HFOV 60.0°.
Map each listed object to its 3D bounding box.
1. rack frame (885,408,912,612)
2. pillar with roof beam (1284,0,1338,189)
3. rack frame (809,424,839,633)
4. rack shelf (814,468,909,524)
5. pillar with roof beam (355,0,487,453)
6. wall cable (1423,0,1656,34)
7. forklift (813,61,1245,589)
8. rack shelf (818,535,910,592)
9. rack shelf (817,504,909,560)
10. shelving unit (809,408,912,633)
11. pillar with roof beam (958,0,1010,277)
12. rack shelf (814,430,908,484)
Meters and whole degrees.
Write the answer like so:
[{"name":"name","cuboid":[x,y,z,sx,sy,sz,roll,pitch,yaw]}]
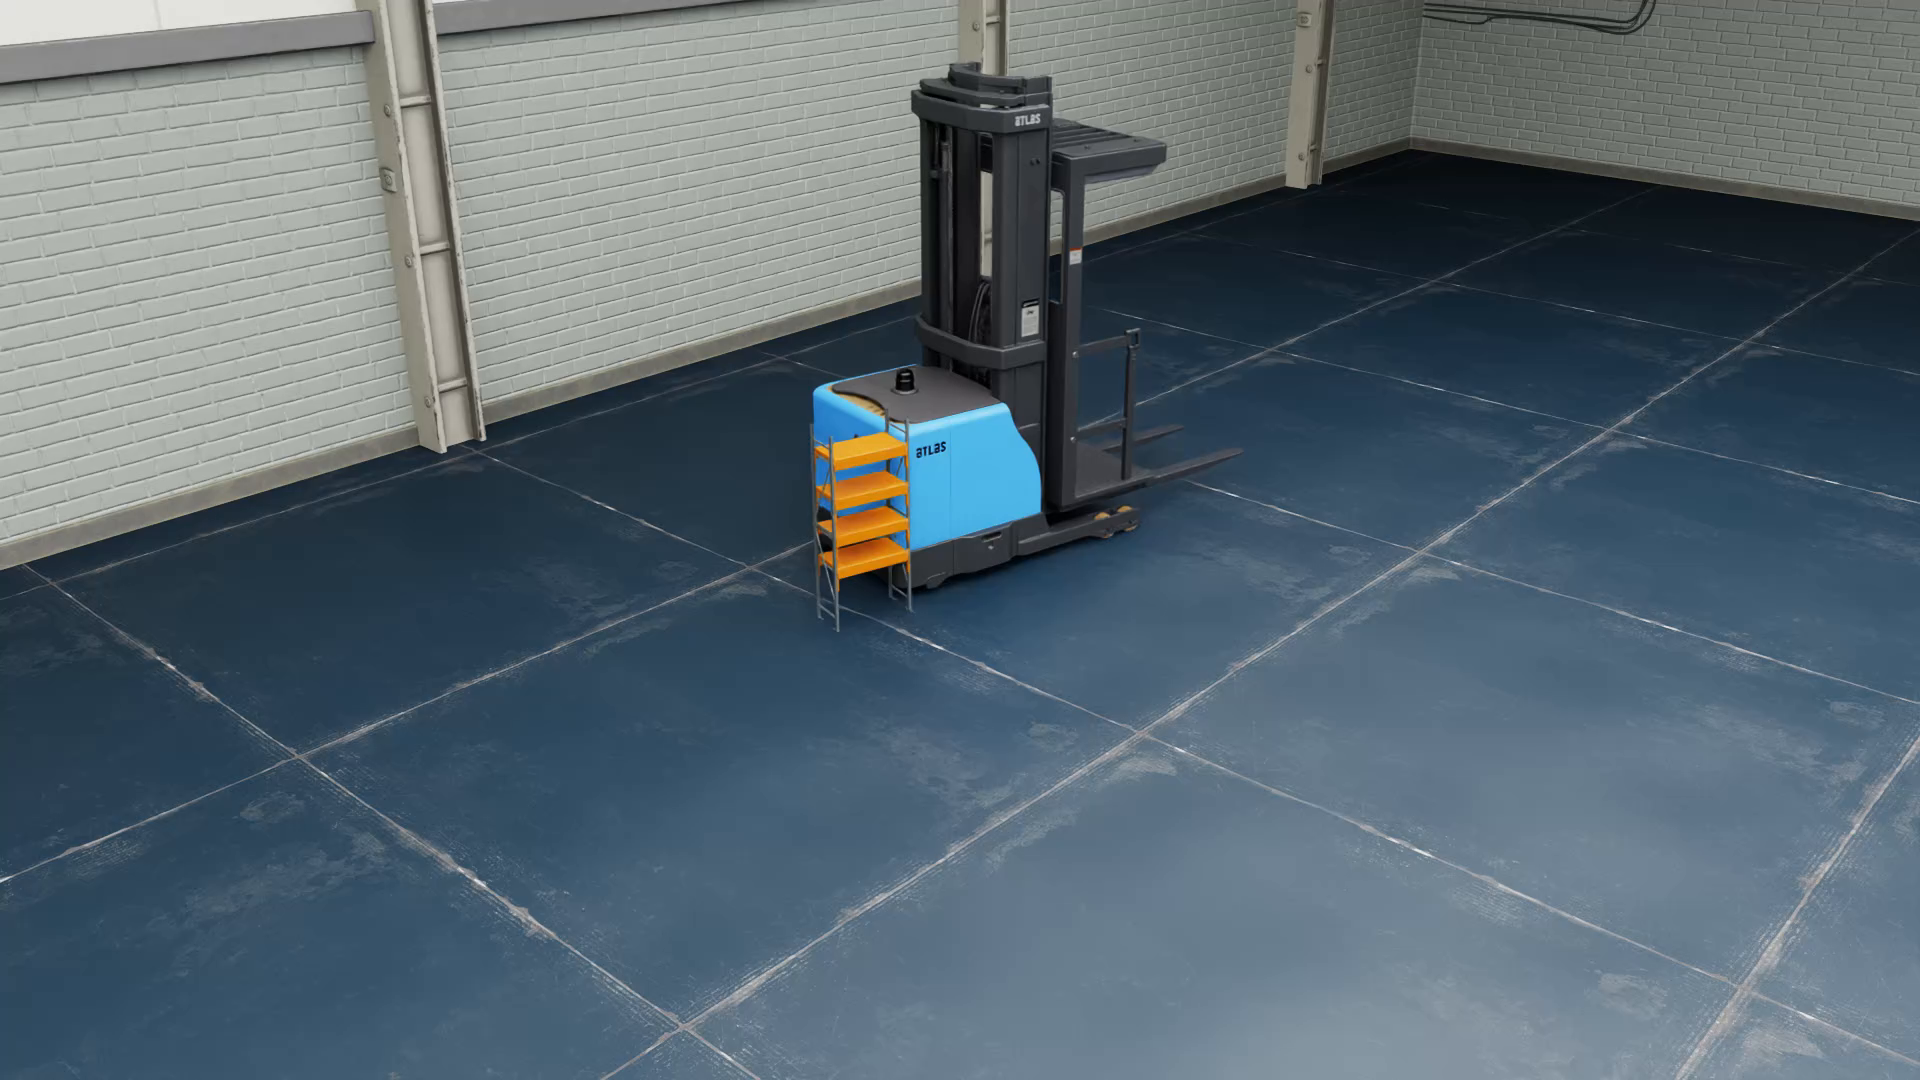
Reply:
[{"name":"rack frame","cuboid":[-0.358,-0.166,9.655,0.015,1.200,0.240,-15,28,-30]},{"name":"pillar with roof beam","cuboid":[7.434,-7.321,16.079,9.100,9.000,0.400,20,31,38]},{"name":"rack frame","cuboid":[-0.766,-0.057,9.411,0.015,1.200,0.240,-15,28,-30]},{"name":"rack shelf","cuboid":[-0.562,-0.254,9.469,0.480,0.148,0.258,-15,28,-30]},{"name":"pillar with roof beam","cuboid":[-0.575,-3.665,7.925,9.100,9.000,0.400,20,31,38]},{"name":"wall cable","cuboid":[7.179,-7.616,20.532,3.097,2.526,0.112,20,31,38]},{"name":"forklift","cuboid":[0.569,-1.503,10.520,3.031,2.935,1.130,-17,29,-33]},{"name":"rack shelf","cuboid":[-0.562,0.131,9.642,0.480,0.148,0.258,-15,28,-30]},{"name":"rack shelf","cuboid":[-0.562,-0.050,9.560,0.480,0.148,0.258,-15,28,-30]},{"name":"shelving unit","cuboid":[-0.562,-0.112,9.533,0.503,1.200,0.258,-15,28,-30]},{"name":"pillar with roof beam","cuboid":[3.429,-5.493,12.002,9.100,9.000,0.400,20,31,38]},{"name":"rack shelf","cuboid":[-0.562,-0.470,9.372,0.480,0.148,0.258,-15,28,-30]}]
